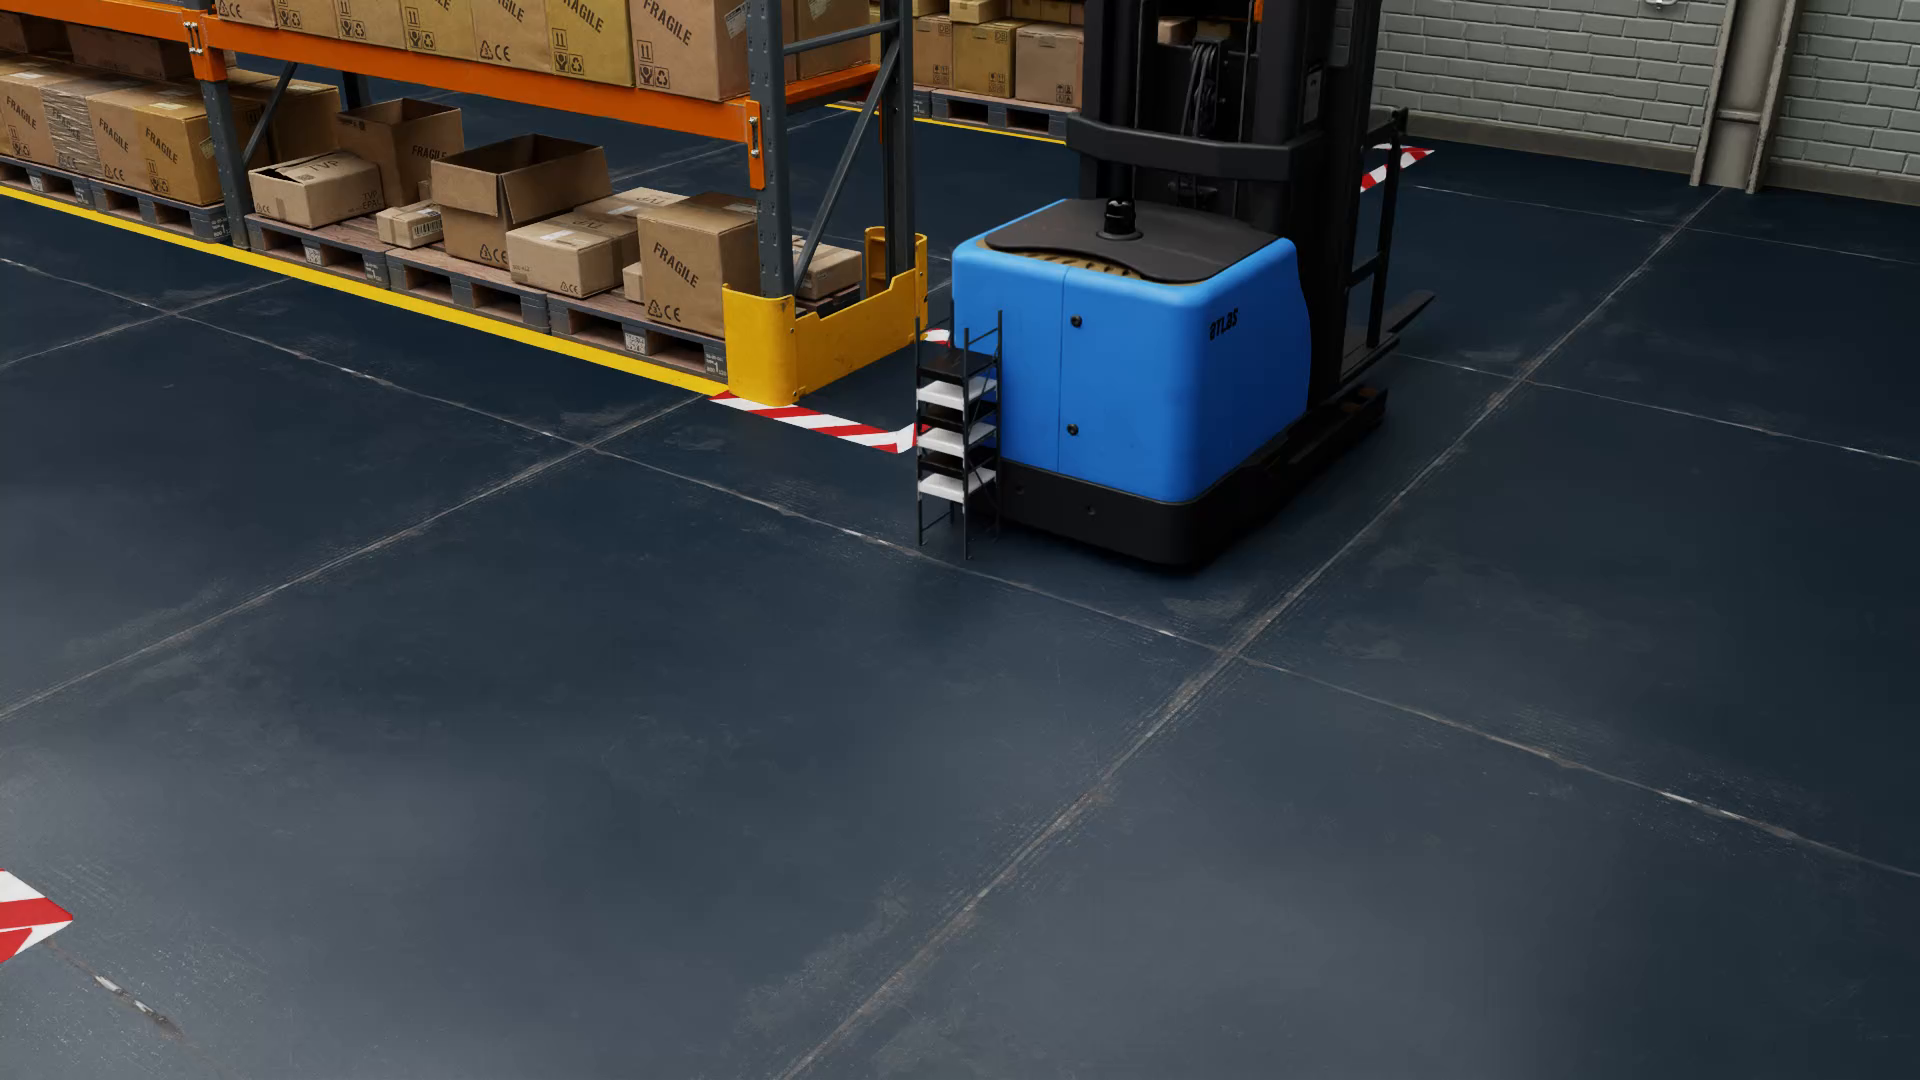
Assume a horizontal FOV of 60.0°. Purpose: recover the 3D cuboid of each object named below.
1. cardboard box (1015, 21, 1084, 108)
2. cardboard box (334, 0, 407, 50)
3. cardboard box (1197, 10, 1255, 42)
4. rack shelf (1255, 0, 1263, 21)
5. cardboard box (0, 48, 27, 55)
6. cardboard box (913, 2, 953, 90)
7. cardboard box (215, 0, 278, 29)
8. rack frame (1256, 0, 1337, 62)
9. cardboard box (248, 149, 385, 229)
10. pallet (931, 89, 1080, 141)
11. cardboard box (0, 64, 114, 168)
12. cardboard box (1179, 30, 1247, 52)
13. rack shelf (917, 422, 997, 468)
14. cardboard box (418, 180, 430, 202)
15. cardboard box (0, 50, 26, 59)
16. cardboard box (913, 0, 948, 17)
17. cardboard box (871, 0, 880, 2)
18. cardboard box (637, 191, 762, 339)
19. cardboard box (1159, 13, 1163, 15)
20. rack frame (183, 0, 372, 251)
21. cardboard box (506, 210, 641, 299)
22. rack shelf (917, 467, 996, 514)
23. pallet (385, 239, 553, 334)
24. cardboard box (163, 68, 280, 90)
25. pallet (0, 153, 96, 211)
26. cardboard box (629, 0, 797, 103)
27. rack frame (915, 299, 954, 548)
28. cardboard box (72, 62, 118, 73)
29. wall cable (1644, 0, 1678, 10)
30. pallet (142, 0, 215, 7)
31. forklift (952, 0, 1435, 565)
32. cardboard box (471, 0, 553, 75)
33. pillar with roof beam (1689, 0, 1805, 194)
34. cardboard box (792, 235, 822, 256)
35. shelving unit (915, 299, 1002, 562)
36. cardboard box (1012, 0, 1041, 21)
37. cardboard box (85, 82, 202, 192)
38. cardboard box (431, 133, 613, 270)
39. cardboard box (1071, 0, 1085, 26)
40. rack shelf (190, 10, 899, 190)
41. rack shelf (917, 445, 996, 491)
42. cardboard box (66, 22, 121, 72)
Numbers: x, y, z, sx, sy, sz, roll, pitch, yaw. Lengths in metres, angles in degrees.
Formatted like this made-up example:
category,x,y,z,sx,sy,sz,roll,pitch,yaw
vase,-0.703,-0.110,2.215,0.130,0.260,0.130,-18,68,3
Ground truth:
category,x,y,z,sx,sy,sz,roll,pitch,yaw
cardboard box,0.797,-3.487,12.087,0.500,0.500,0.700,16,31,29
cardboard box,-2.740,-2.740,8.217,0.500,0.500,0.500,17,32,30
cardboard box,1.841,-3.561,11.518,0.250,0.149,0.380,18,32,31
rack shelf,0.610,-4.207,12.002,4.000,0.370,1.077,17,32,30
cardboard box,-6.234,-3.145,11.393,0.500,0.500,0.500,19,32,32
cardboard box,-0.068,-3.753,12.611,0.500,0.500,0.700,17,32,30
cardboard box,-3.575,-3.000,8.727,0.500,0.500,0.500,18,32,32
rack frame,2.258,-4.014,10.830,0.127,3.000,1.000,17,32,30
cardboard box,-3.617,-1.997,9.346,0.500,0.311,0.500,17,32,30
pallet,0.553,-3.261,12.424,1.213,0.211,1.003,17,32,30
cardboard box,-5.646,-2.678,10.477,0.500,0.500,0.500,16,31,29
cardboard box,1.625,-3.229,11.581,0.500,0.500,0.700,17,32,30
rack shelf,-0.004,-0.362,6.042,0.200,0.077,0.258,16,31,29
cardboard box,-2.867,-1.999,9.530,0.250,0.149,0.380,17,32,30
cardboard box,-6.490,-2.941,10.993,0.500,0.500,0.500,16,31,29
cardboard box,-0.302,-4.017,12.413,0.250,0.149,0.380,19,32,32
cardboard box,-0.488,-4.284,12.939,0.250,0.149,0.380,17,32,30
cardboard box,-1.131,-1.290,7.749,0.500,0.500,0.500,17,32,30
cardboard box,1.204,-3.549,11.493,0.250,0.149,0.380,18,32,32
rack frame,-3.840,-3.188,9.207,0.127,3.000,1.000,17,32,30
cardboard box,-1.897,-1.434,8.307,0.500,0.250,0.500,17,32,30
rack shelf,-0.004,-0.201,6.124,0.200,0.077,0.258,16,31,29
pallet,-2.265,-1.455,8.877,1.213,0.211,1.003,17,32,30
cardboard box,-4.547,-2.618,10.358,0.500,0.500,0.500,18,32,31
pallet,-5.542,-2.453,10.837,1.213,0.211,1.003,17,32,30
cardboard box,-1.067,-2.219,7.192,0.500,0.500,0.500,18,32,32
rack frame,-0.089,-0.416,6.076,0.006,0.900,0.240,16,31,29
cardboard box,-5.371,-2.879,10.872,0.500,0.500,0.500,16,31,28
wall cable,3.849,-4.491,10.648,1.851,1.984,0.084,17,32,30
pallet,-4.437,-3.348,9.734,1.213,0.211,1.003,17,32,30
forklift,1.198,-1.836,6.627,1.130,2.935,3.031,17,32,30
cardboard box,-1.904,-2.481,7.707,0.500,0.500,0.500,18,32,31
pillar with roof beam,2.536,-4.708,5.580,0.400,9.000,9.100,17,32,30
cardboard box,-0.900,-1.394,8.321,0.250,0.166,0.380,17,32,30
shelving unit,-0.004,-0.391,6.027,0.210,0.900,0.258,16,31,29
cardboard box,0.586,-3.951,12.284,0.250,0.149,0.380,17,31,29
cardboard box,-4.812,-2.420,9.968,0.500,0.500,0.500,17,32,30
cardboard box,-2.289,-1.791,8.729,0.637,0.503,0.797,17,32,30
cardboard box,1.007,-3.820,12.027,0.250,0.149,0.380,18,32,31
rack shelf,-2.192,-2.354,8.361,4.000,0.370,1.077,17,32,30
rack shelf,-0.004,-0.281,6.083,0.200,0.077,0.258,16,31,29
cardboard box,-5.339,-3.205,10.685,0.500,0.250,0.500,17,31,29
